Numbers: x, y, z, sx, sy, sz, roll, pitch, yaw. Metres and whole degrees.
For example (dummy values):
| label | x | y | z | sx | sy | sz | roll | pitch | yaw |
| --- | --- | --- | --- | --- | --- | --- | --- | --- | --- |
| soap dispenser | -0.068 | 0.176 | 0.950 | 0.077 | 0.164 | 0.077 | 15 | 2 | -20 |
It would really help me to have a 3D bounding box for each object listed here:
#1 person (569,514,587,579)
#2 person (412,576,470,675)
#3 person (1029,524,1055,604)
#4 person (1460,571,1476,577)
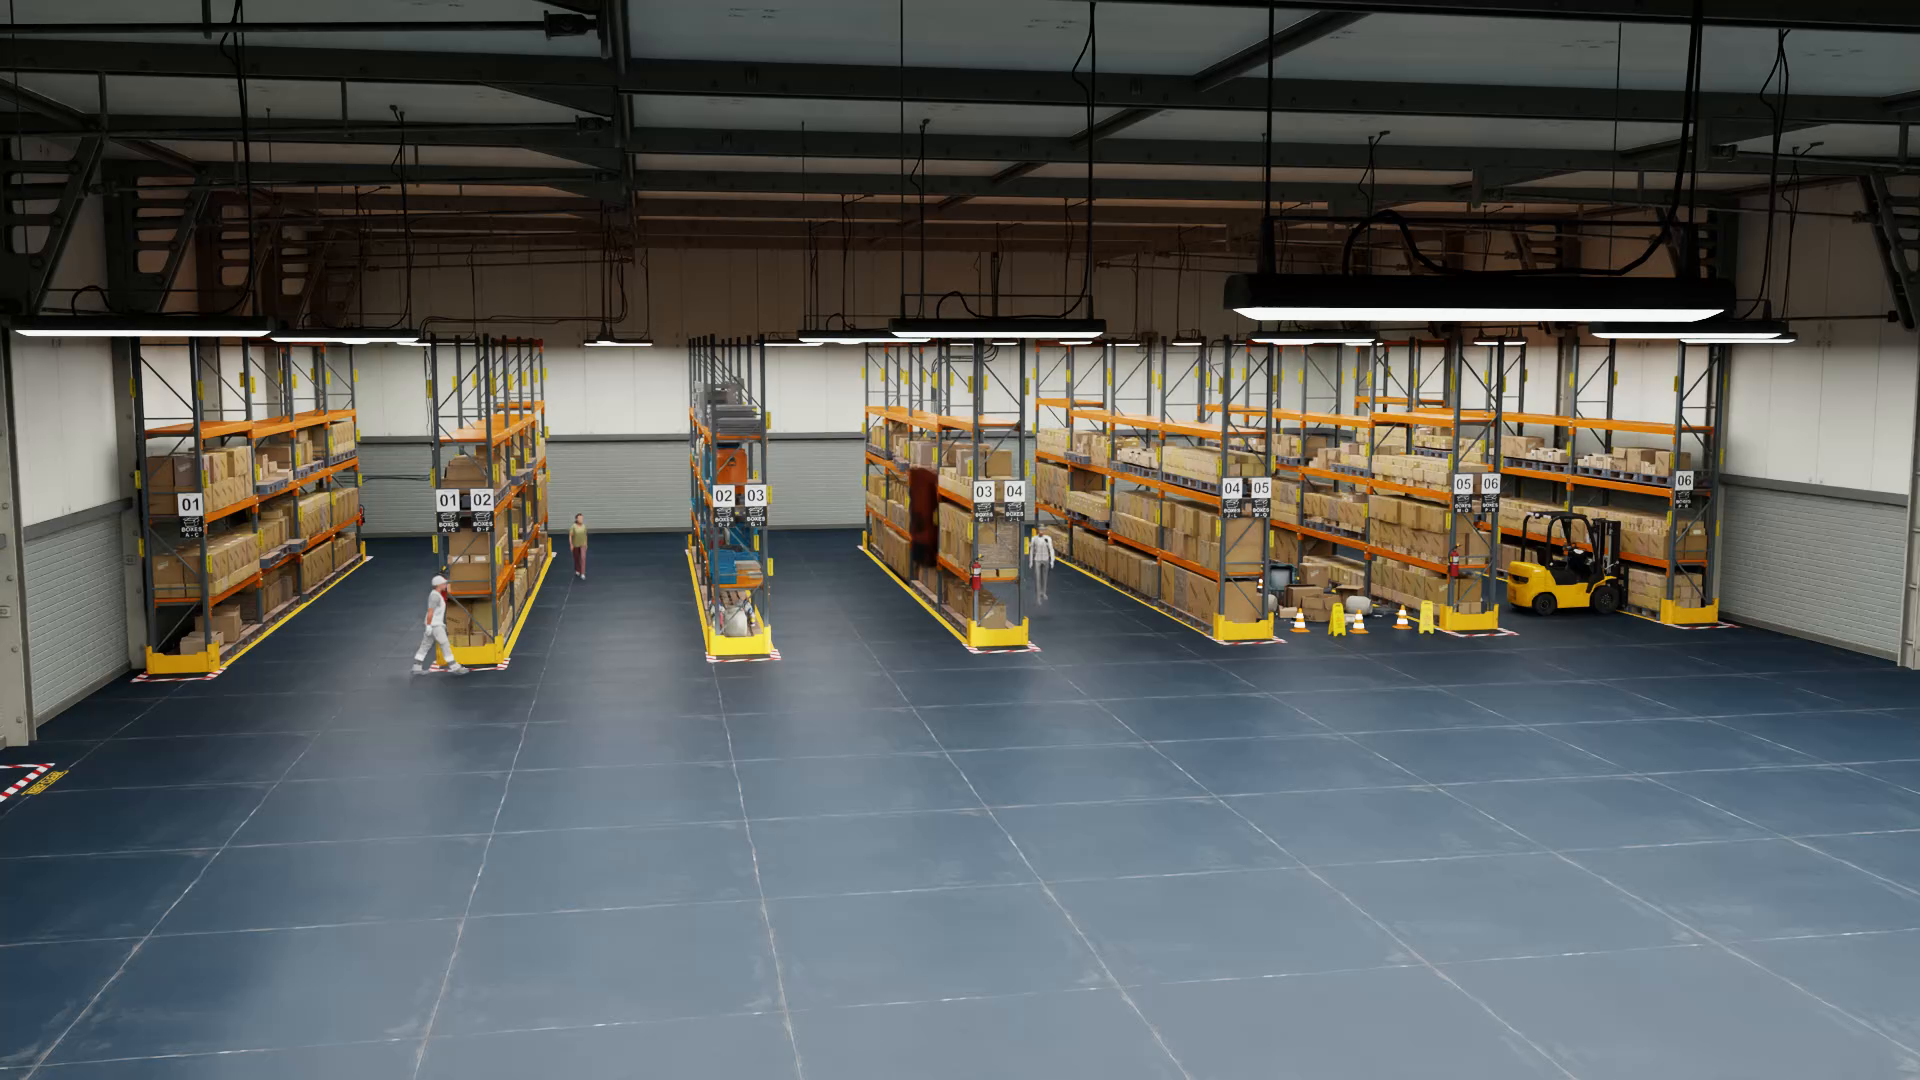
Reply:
| label | x | y | z | sx | sy | sz | roll | pitch | yaw |
| --- | --- | --- | --- | --- | --- | --- | --- | --- | --- |
| person | -9.571 | 0.140 | 41.673 | 0.434 | 1.611 | 1.082 | -2 | 7 | -13 |
| person | -9.158 | 1.491 | 29.221 | 0.966 | 1.727 | 0.590 | -3 | 7 | -21 |
| person | 1.773 | 0.496 | 35.948 | 0.539 | 1.702 | 0.594 | 0 | 7 | 1 |
| person | 11.675 | 0.529 | 38.190 | 0.501 | 1.669 | 0.531 | -1 | 7 | -6 |
